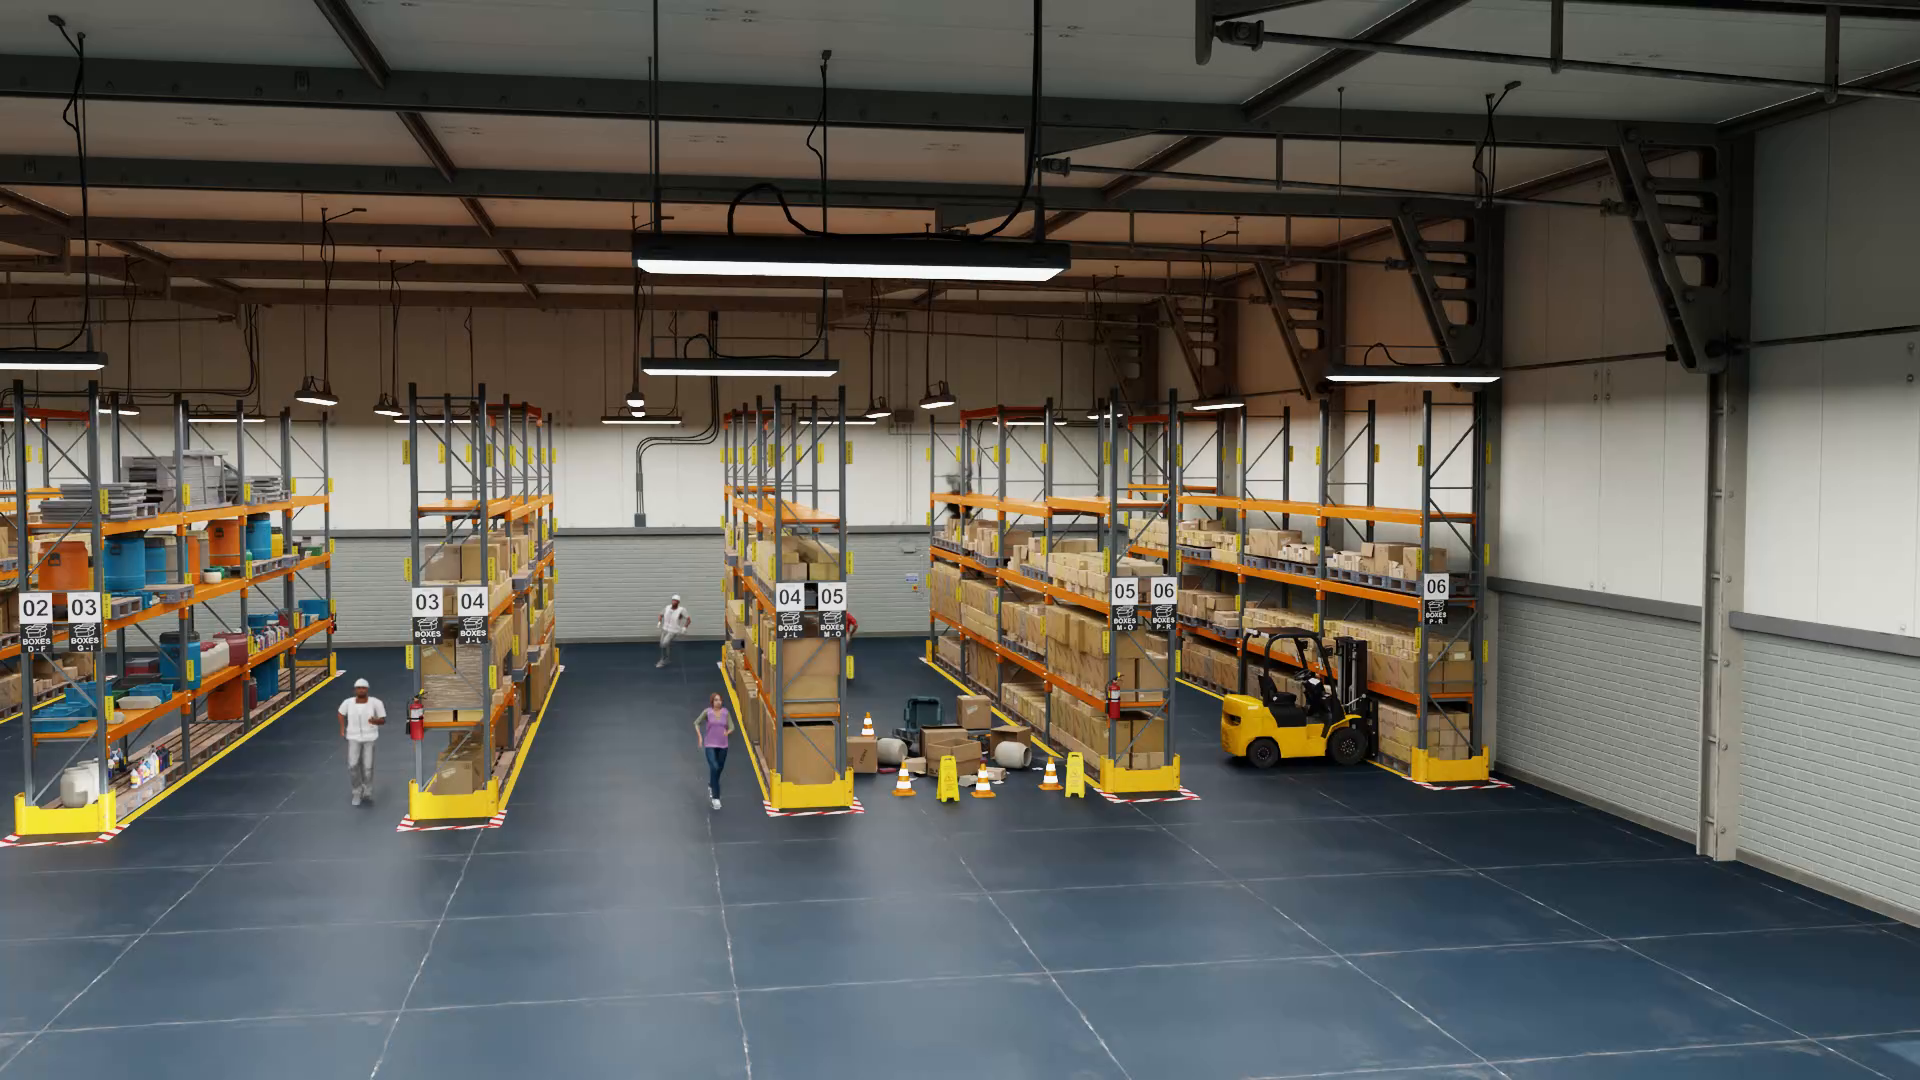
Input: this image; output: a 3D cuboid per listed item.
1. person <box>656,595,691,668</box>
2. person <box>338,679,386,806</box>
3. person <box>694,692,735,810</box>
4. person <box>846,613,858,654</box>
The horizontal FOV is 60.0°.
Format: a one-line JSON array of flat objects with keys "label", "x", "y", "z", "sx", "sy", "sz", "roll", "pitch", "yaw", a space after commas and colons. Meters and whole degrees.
[{"label": "person", "x": -6.869, "y": 2.157, "z": 39.351, "sx": 0.789, "sy": 1.727, "sz": 0.676, "roll": 2, "pitch": 4, "yaw": 36}, {"label": "person", "x": -8.618, "y": 2.909, "z": 23.962, "sx": 0.672, "sy": 1.822, "sz": 0.715, "roll": -1, "pitch": 3, "yaw": -17}, {"label": "person", "x": -3.526, "y": 2.988, "z": 23.808, "sx": 0.475, "sy": 1.636, "sz": 0.761, "roll": -1, "pitch": 3, "yaw": -27}, {"label": "person", "x": -2.675, "y": 2.251, "z": 37.589, "sx": 0.675, "sy": 1.687, "sz": 0.800, "roll": -1, "pitch": 3, "yaw": -20}]
